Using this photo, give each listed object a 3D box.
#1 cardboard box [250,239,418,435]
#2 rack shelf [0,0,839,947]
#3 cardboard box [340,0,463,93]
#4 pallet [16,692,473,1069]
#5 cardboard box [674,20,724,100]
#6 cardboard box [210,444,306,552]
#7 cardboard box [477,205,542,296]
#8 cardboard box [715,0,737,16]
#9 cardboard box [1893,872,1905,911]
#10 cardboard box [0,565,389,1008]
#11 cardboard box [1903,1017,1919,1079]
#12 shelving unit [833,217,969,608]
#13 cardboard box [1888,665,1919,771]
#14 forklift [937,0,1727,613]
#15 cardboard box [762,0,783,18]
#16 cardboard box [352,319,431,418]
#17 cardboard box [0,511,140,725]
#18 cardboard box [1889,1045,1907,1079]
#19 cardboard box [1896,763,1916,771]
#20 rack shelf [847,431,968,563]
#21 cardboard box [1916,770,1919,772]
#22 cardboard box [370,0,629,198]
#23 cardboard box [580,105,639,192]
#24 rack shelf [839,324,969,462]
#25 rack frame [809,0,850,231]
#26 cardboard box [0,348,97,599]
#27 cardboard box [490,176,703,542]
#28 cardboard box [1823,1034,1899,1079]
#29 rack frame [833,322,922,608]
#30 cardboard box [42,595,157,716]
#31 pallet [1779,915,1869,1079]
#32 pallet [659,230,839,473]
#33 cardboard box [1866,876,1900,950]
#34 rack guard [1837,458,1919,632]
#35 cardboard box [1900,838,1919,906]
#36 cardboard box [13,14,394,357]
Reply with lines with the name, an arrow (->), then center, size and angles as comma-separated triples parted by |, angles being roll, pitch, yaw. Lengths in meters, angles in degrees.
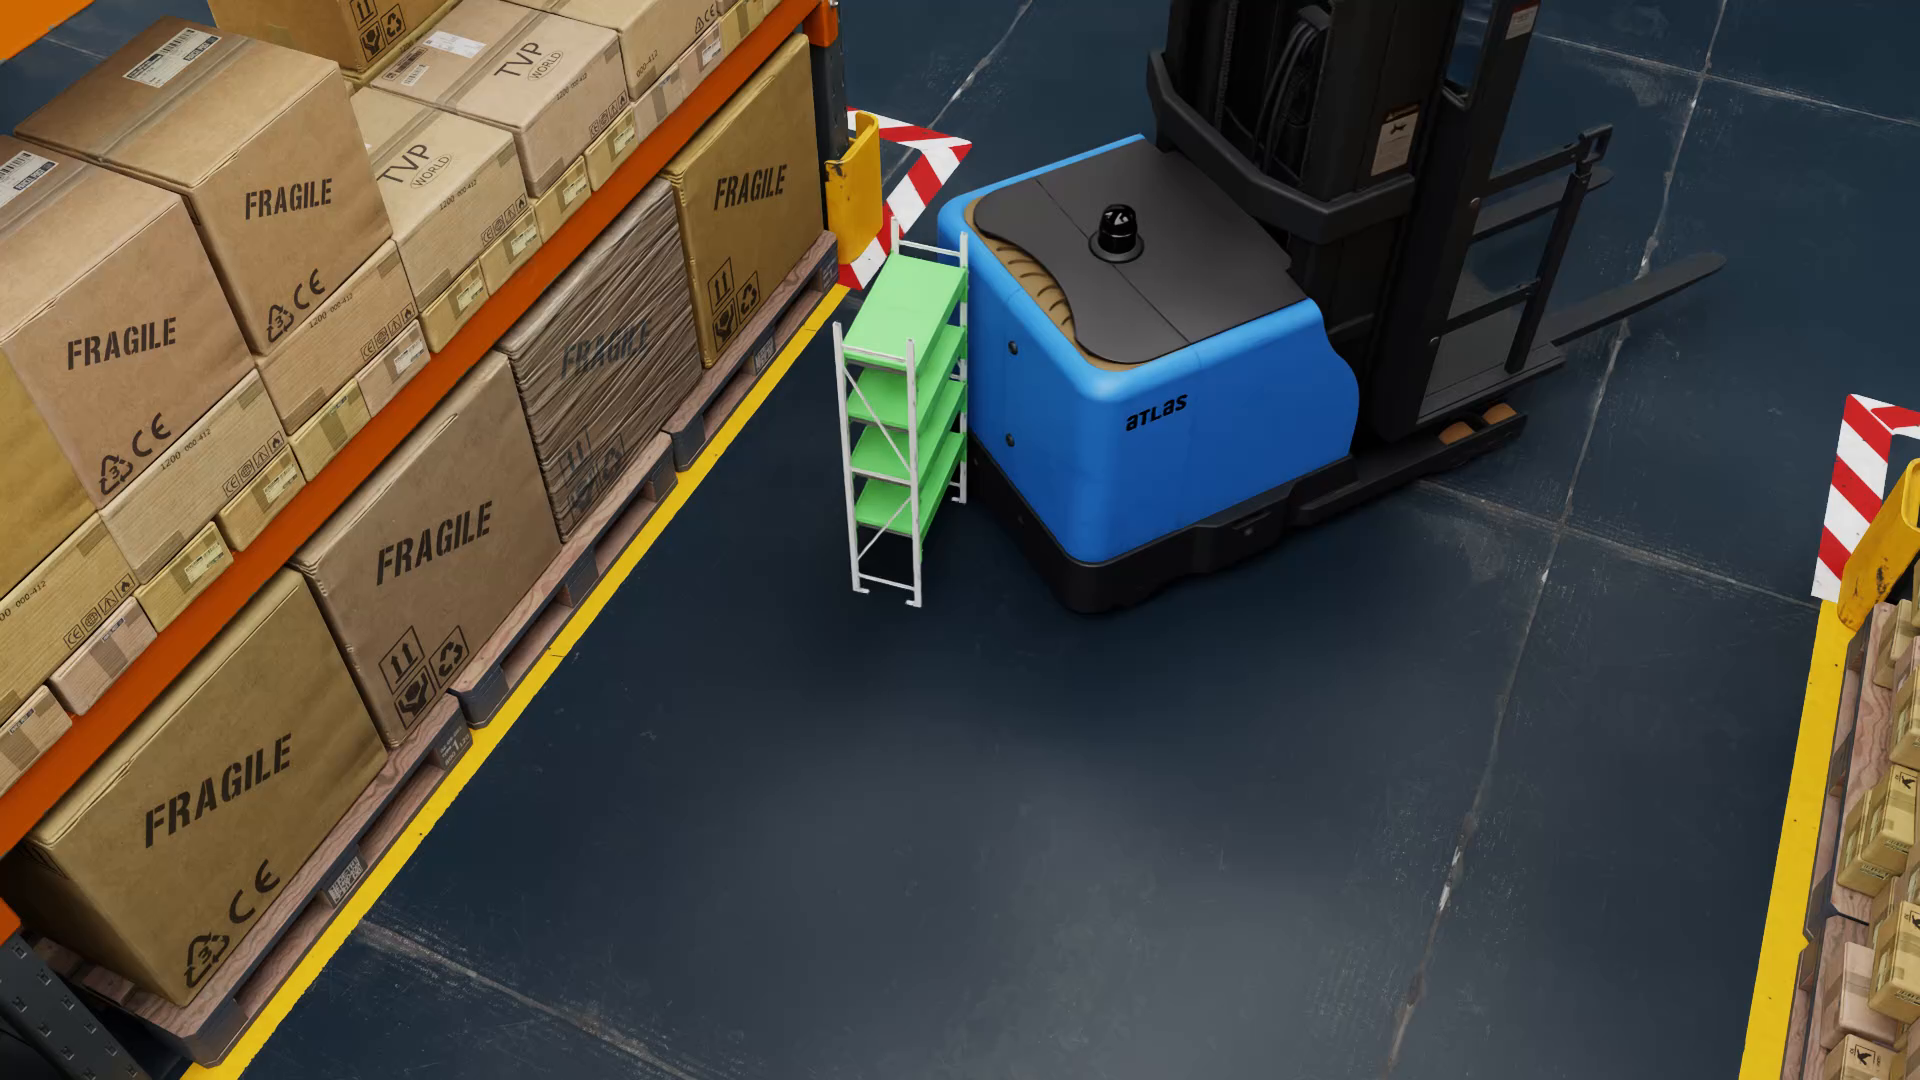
cardboard box -> -1.746, -0.586, 4.182 | 0.500, 0.250, 0.500 | 21, 53, 17
rack shelf -> -1.762, -0.744, 4.886 | 1.077, 0.370, 4.000 | 20, 52, 16
cardboard box -> -1.791, -1.455, 4.921 | 0.500, 0.250, 0.500 | 18, 52, 15
pallet -> -2.221, 0.805, 4.926 | 1.003, 0.211, 1.213 | 20, 52, 16
cardboard box -> -0.980, -1.568, 5.280 | 0.380, 0.149, 0.250 | 20, 52, 16
cardboard box -> -1.854, -0.158, 4.080 | 0.380, 0.149, 0.250 | 18, 52, 15
cardboard box -> -1.415, -0.868, 4.684 | 0.380, 0.149, 0.250 | 21, 53, 17
cardboard box -> -0.874, -1.982, 5.370 | 0.500, 0.250, 0.500 | 19, 52, 16
cardboard box -> 2.650, 1.020, 4.313 | 0.380, 0.149, 0.250 | 18, 52, 14
cardboard box -> -2.262, 0.524, 4.454 | 0.875, 0.875, 0.875 | 20, 52, 16
cardboard box -> 2.438, 1.291, 3.887 | 0.380, 0.149, 0.250 | 20, 52, 16
shelving unit -> -0.168, -0.372, 5.279 | 0.258, 1.200, 0.503 | 14, 51, 12
cardboard box -> 2.770, 0.535, 4.531 | 0.380, 0.149, 0.250 | 20, 52, 16
forklift -> 1.453, -1.541, 5.136 | 3.031, 2.935, 1.130 | -23, 53, -18
cardboard box -> -0.762, -1.921, 5.580 | 0.380, 0.149, 0.250 | 21, 53, 17
cardboard box -> -1.636, -0.507, 4.377 | 0.380, 0.149, 0.250 | 20, 53, 16
cardboard box -> -2.179, 0.114, 3.587 | 0.500, 0.250, 0.500 | 19, 52, 15
cardboard box -> 2.447, 1.403, 3.987 | 0.380, 0.149, 0.250 | 22, 53, 18
cardboard box -> 2.883, 0.753, 4.736 | 0.380, 0.149, 0.250 | 20, 53, 16
rack shelf -> -0.168, -0.175, 5.510 | 0.258, 0.148, 0.480 | 14, 51, 12
cardboard box -> 2.885, 0.665, 4.615 | 0.380, 0.149, 0.250 | 20, 53, 17
cardboard box -> -1.309, -1.283, 4.775 | 0.500, 0.250, 0.500 | 18, 52, 15
cardboard box -> -1.197, -1.217, 4.981 | 0.380, 0.149, 0.250 | 19, 52, 15
rack shelf -> -0.168, -0.486, 5.144 | 0.258, 0.148, 0.480 | 14, 51, 12
rack frame -> -0.907, -2.355, 5.784 | 1.000, 3.000, 0.127 | 20, 52, 16
cardboard box -> -2.180, -0.138, 3.308 | 0.500, 0.500, 0.500 | 20, 52, 16
cardboard box -> -1.497, -0.709, 5.503 | 0.875, 0.875, 0.875 | 20, 52, 16
cardboard box -> 2.372, 1.443, 4.149 | 0.380, 0.149, 0.250 | 20, 52, 16
rack frame -> -0.243, -0.195, 5.128 | 0.240, 1.200, 0.015 | 14, 51, 12
cardboard box -> -2.077, 0.205, 3.771 | 0.380, 0.149, 0.250 | 18, 52, 15
pallet -> 2.600, 1.670, 4.191 | 1.003, 0.211, 1.213 | 20, 52, 16
pallet -> -1.178, -0.875, 6.356 | 1.003, 0.211, 1.213 | 20, 52, 16
cardboard box -> 2.652, 1.100, 4.440 | 0.380, 0.149, 0.250 | 20, 52, 16
rack guard -> 3.502, 0.191, 5.259 | 1.175, 0.500, 0.348 | 20, 52, 16
cardboard box -> 2.612, 0.920, 4.203 | 0.380, 0.149, 0.250 | 22, 53, 17
cardboard box -> -1.745, -0.834, 3.901 | 0.500, 0.500, 0.500 | 18, 52, 15
